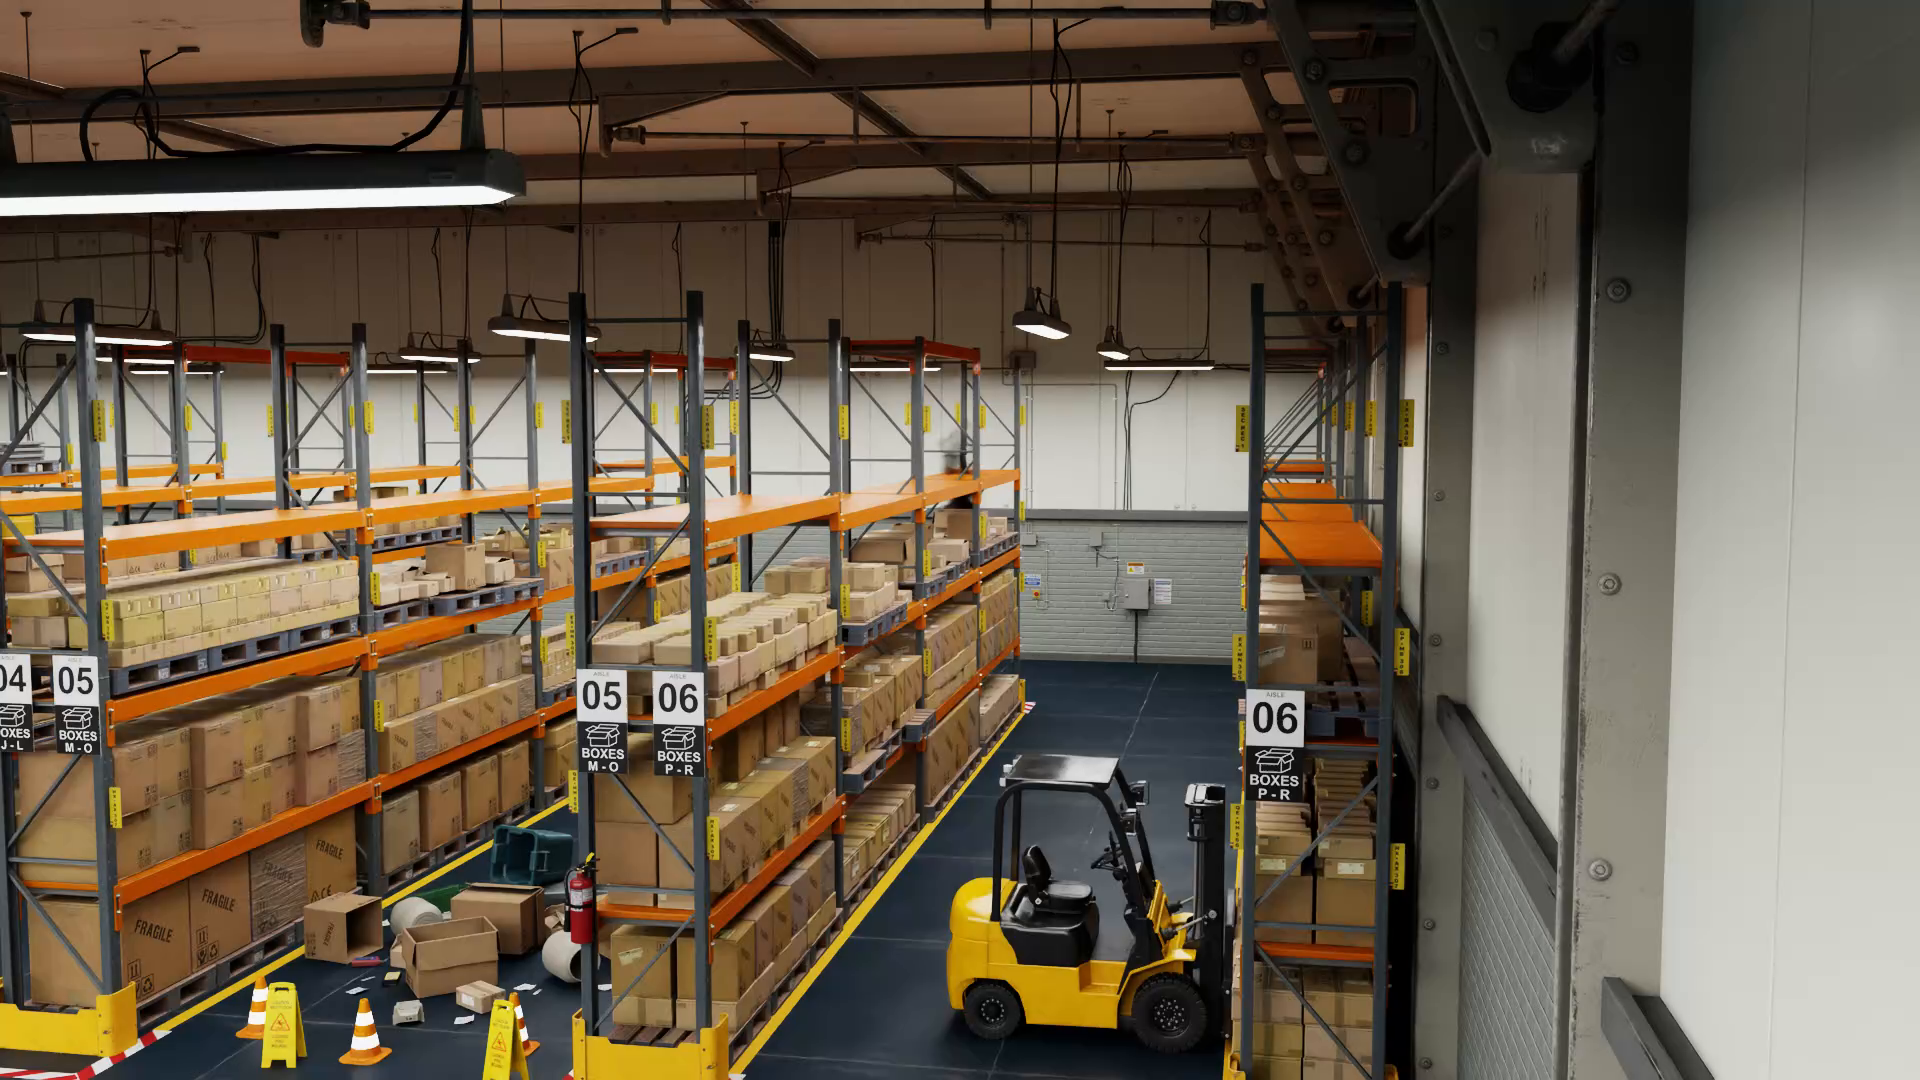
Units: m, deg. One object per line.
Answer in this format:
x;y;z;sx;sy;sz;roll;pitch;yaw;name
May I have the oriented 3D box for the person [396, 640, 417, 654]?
-8.269;2.294;24.911;0.692;1.739;0.620;0;5;3;person
